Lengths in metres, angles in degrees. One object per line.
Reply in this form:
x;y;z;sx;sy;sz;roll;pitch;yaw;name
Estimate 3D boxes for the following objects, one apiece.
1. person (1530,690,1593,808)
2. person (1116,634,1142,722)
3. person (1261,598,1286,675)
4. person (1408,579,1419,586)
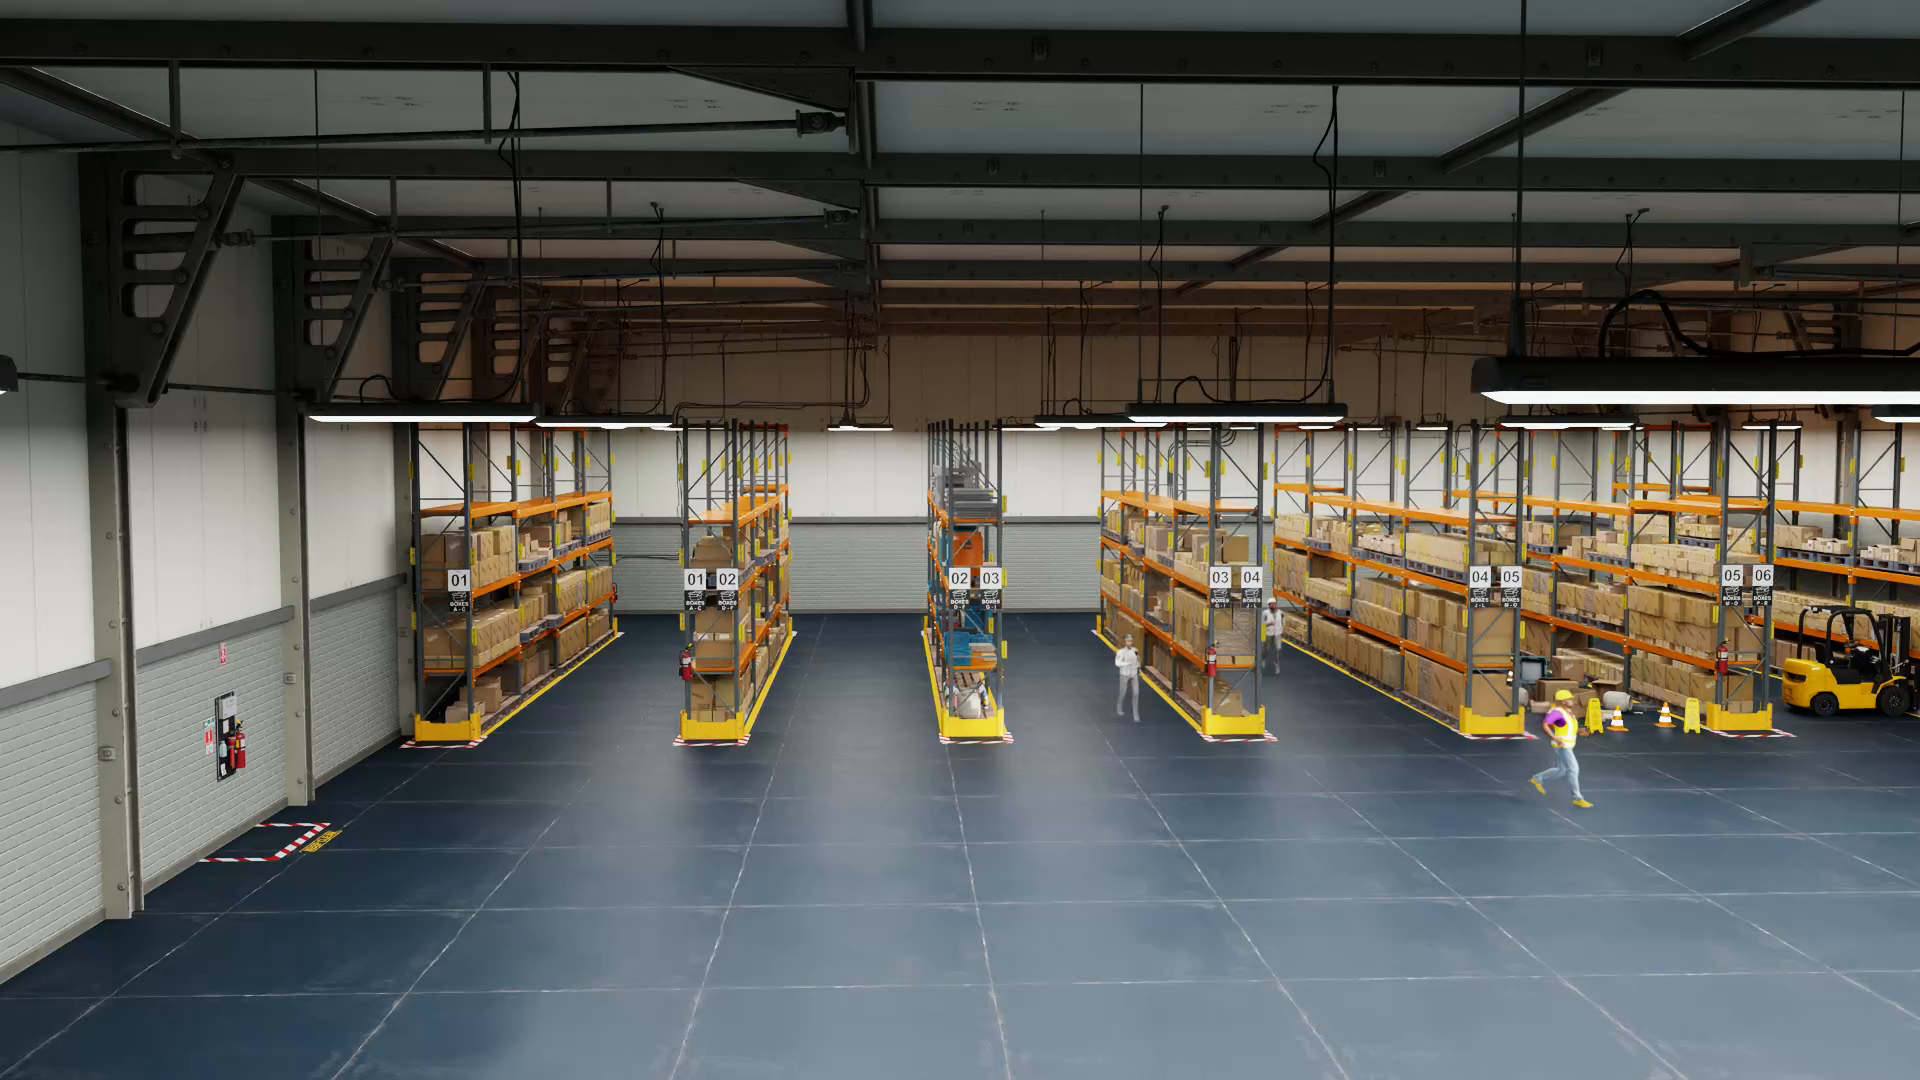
9.292;3.195;25.651;0.968;1.773;0.700;2;4;32;person
3.373;2.728;33.257;0.598;1.715;0.884;-1;4;-12;person
7.498;2.282;39.948;0.663;1.818;0.914;0;4;-3;person
13.364;1.711;49.362;0.653;1.751;0.716;0;4;6;person
